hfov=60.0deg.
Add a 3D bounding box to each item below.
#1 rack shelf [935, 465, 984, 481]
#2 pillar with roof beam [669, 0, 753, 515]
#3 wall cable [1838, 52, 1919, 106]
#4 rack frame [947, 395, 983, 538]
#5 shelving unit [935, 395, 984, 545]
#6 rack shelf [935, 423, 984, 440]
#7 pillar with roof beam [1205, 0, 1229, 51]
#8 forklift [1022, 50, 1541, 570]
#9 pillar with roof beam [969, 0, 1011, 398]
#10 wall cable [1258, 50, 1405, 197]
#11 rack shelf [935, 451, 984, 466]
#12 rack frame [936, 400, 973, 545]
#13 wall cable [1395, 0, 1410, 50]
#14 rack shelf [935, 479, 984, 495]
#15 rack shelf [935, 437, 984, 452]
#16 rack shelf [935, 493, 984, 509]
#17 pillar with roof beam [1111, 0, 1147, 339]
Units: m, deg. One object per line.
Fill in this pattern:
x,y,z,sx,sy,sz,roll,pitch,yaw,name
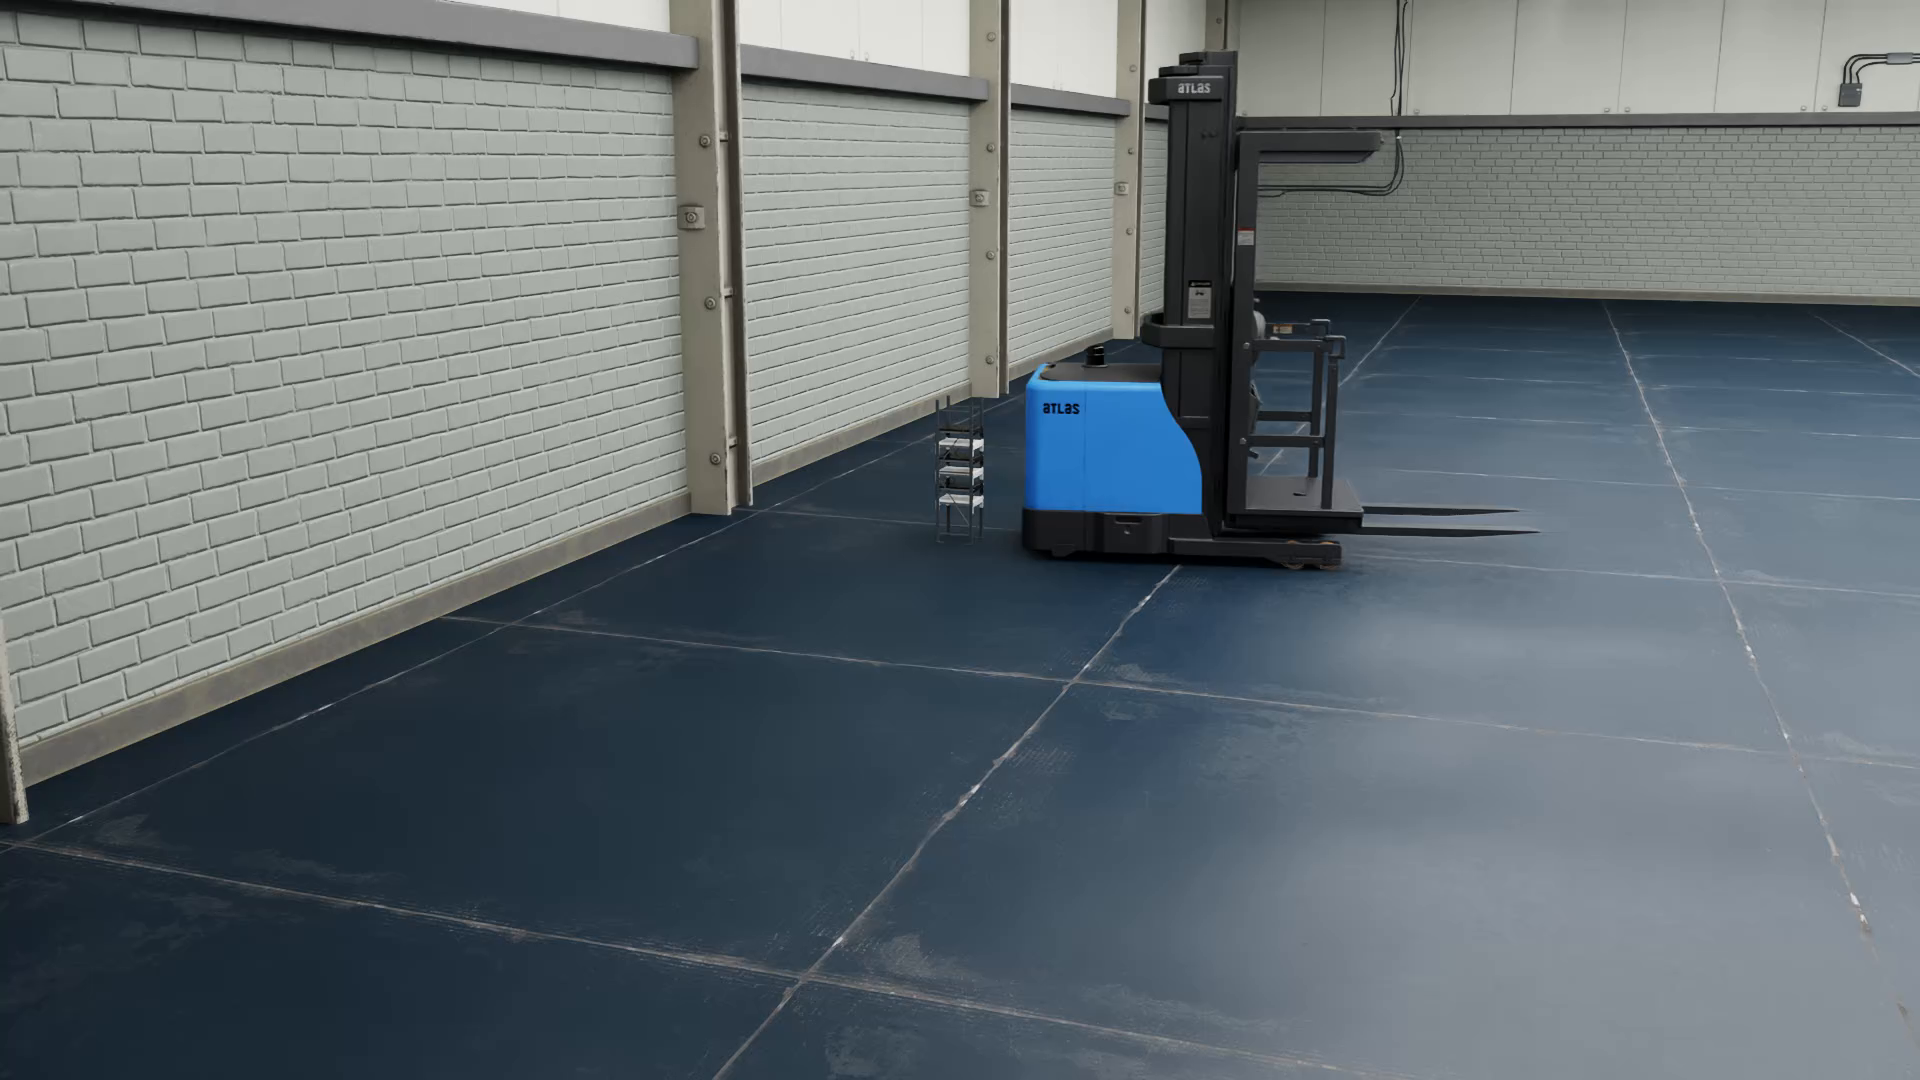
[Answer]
-0.003,-0.405,10.388,0.258,0.077,0.200,4,14,18,rack shelf
2.425,-4.296,9.088,9.100,9.000,0.400,4,14,18,pillar with roof beam
15.358,-9.892,25.963,2.305,6.003,0.169,4,14,18,wall cable
0.030,-0.458,10.474,0.240,0.900,0.006,4,14,18,rack frame
-0.003,-0.437,10.380,0.258,0.900,0.210,4,14,18,shelving unit
-0.003,-0.668,10.328,0.258,0.077,0.200,4,14,18,rack shelf
8.249,-8.086,25.693,9.100,9.000,0.400,4,14,18,pillar with roof beam
1.931,-1.378,9.938,3.031,2.935,1.130,2,13,7,forklift
4.366,-5.559,14.623,9.100,9.000,0.400,4,14,18,pillar with roof beam
6.380,-7.407,29.697,3.097,2.526,0.112,4,14,18,wall cable
-0.003,-0.492,10.368,0.258,0.077,0.200,4,14,18,rack shelf
-0.036,-0.416,10.287,0.240,0.900,0.006,4,14,18,rack frame
8.940,-9.675,28.281,3.097,2.526,0.112,4,14,18,wall cable
-0.003,-0.317,10.408,0.258,0.077,0.200,4,14,18,rack shelf
-0.003,-0.580,10.348,0.258,0.077,0.200,4,14,18,rack shelf
-0.003,-0.229,10.428,0.258,0.077,0.200,4,14,18,rack shelf
6.308,-6.823,20.158,9.100,9.000,0.400,4,14,18,pillar with roof beam
